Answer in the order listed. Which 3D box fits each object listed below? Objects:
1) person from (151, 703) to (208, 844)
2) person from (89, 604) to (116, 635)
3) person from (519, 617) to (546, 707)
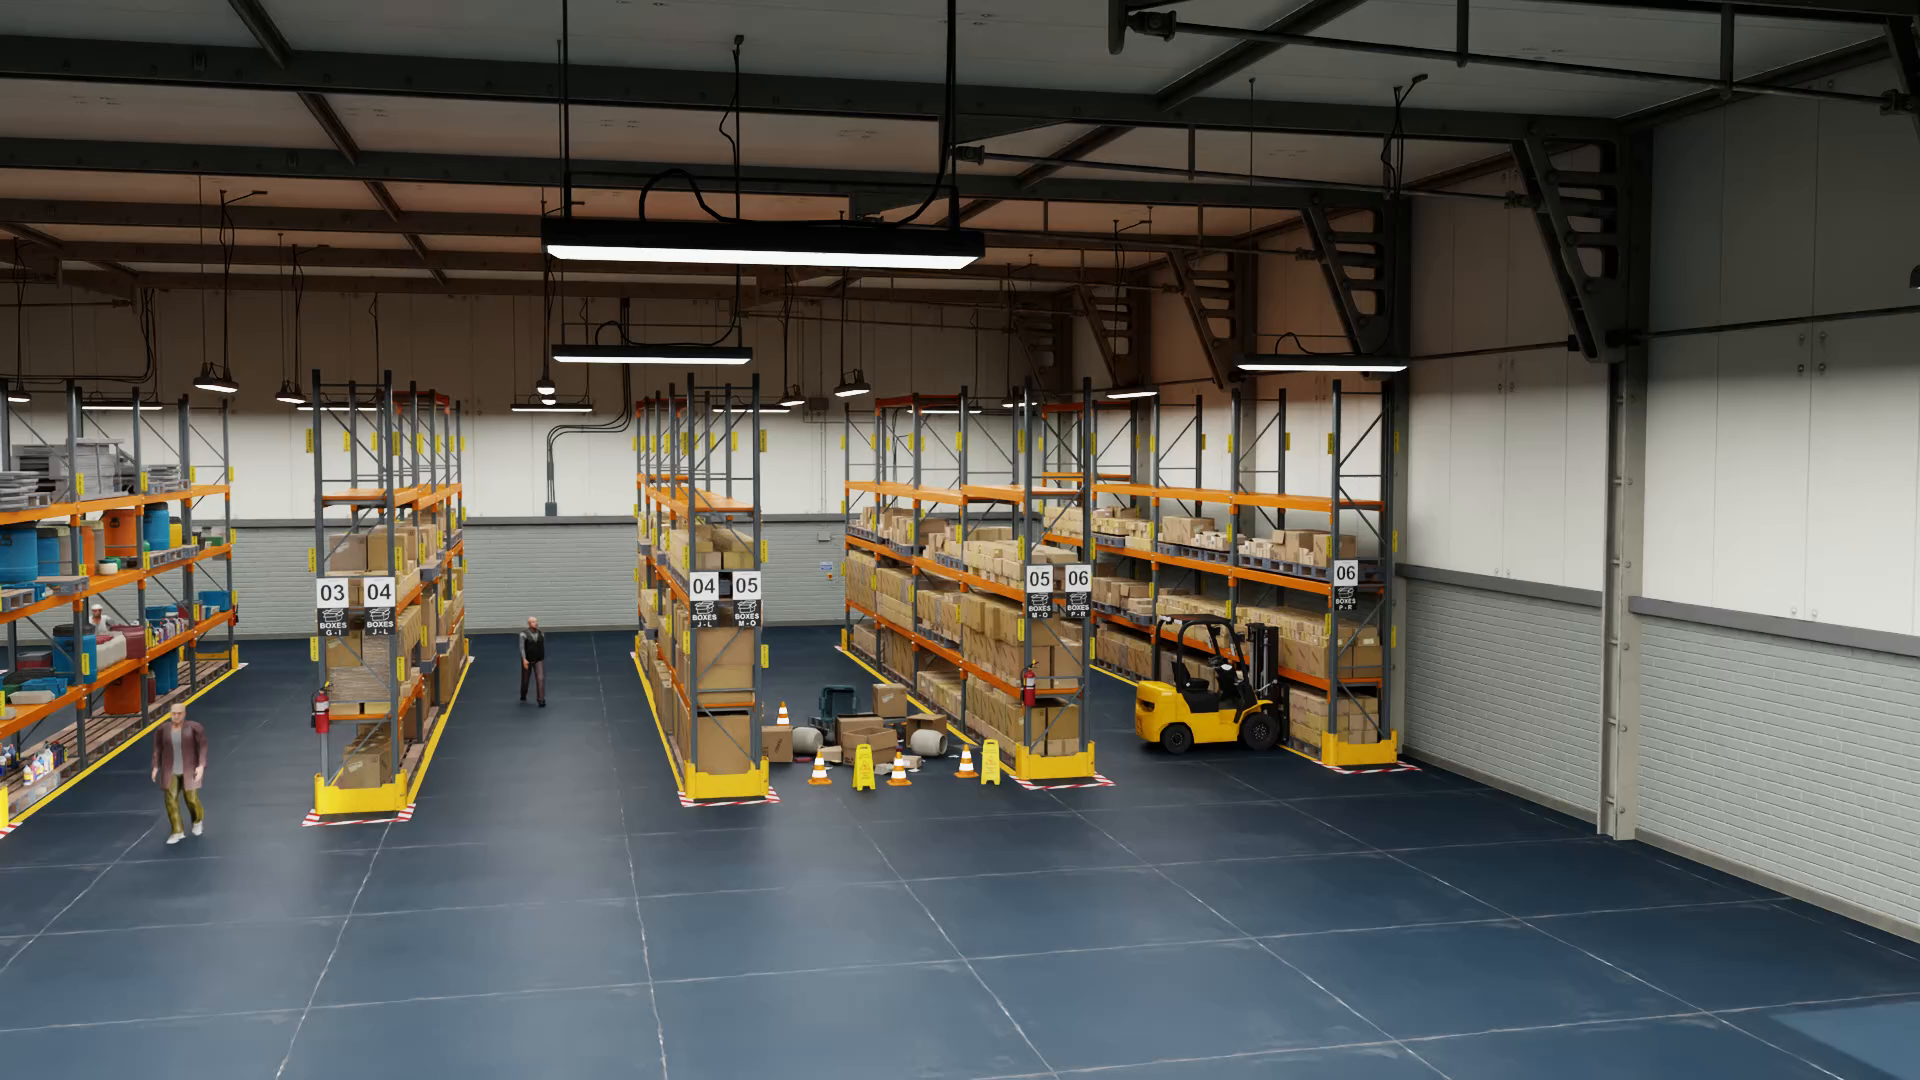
[{"bbox_3d":[-9.906,2.922,21.131,0.680,1.759,0.687,-1,3,-15],"label":"person"},{"bbox_3d":[-18.005,2.161,34.744,0.626,1.684,0.632,0,3,-5],"label":"person"},{"bbox_3d":[-8.170,2.316,31.756,0.505,1.681,1.017,-1,4,-23],"label":"person"}]
